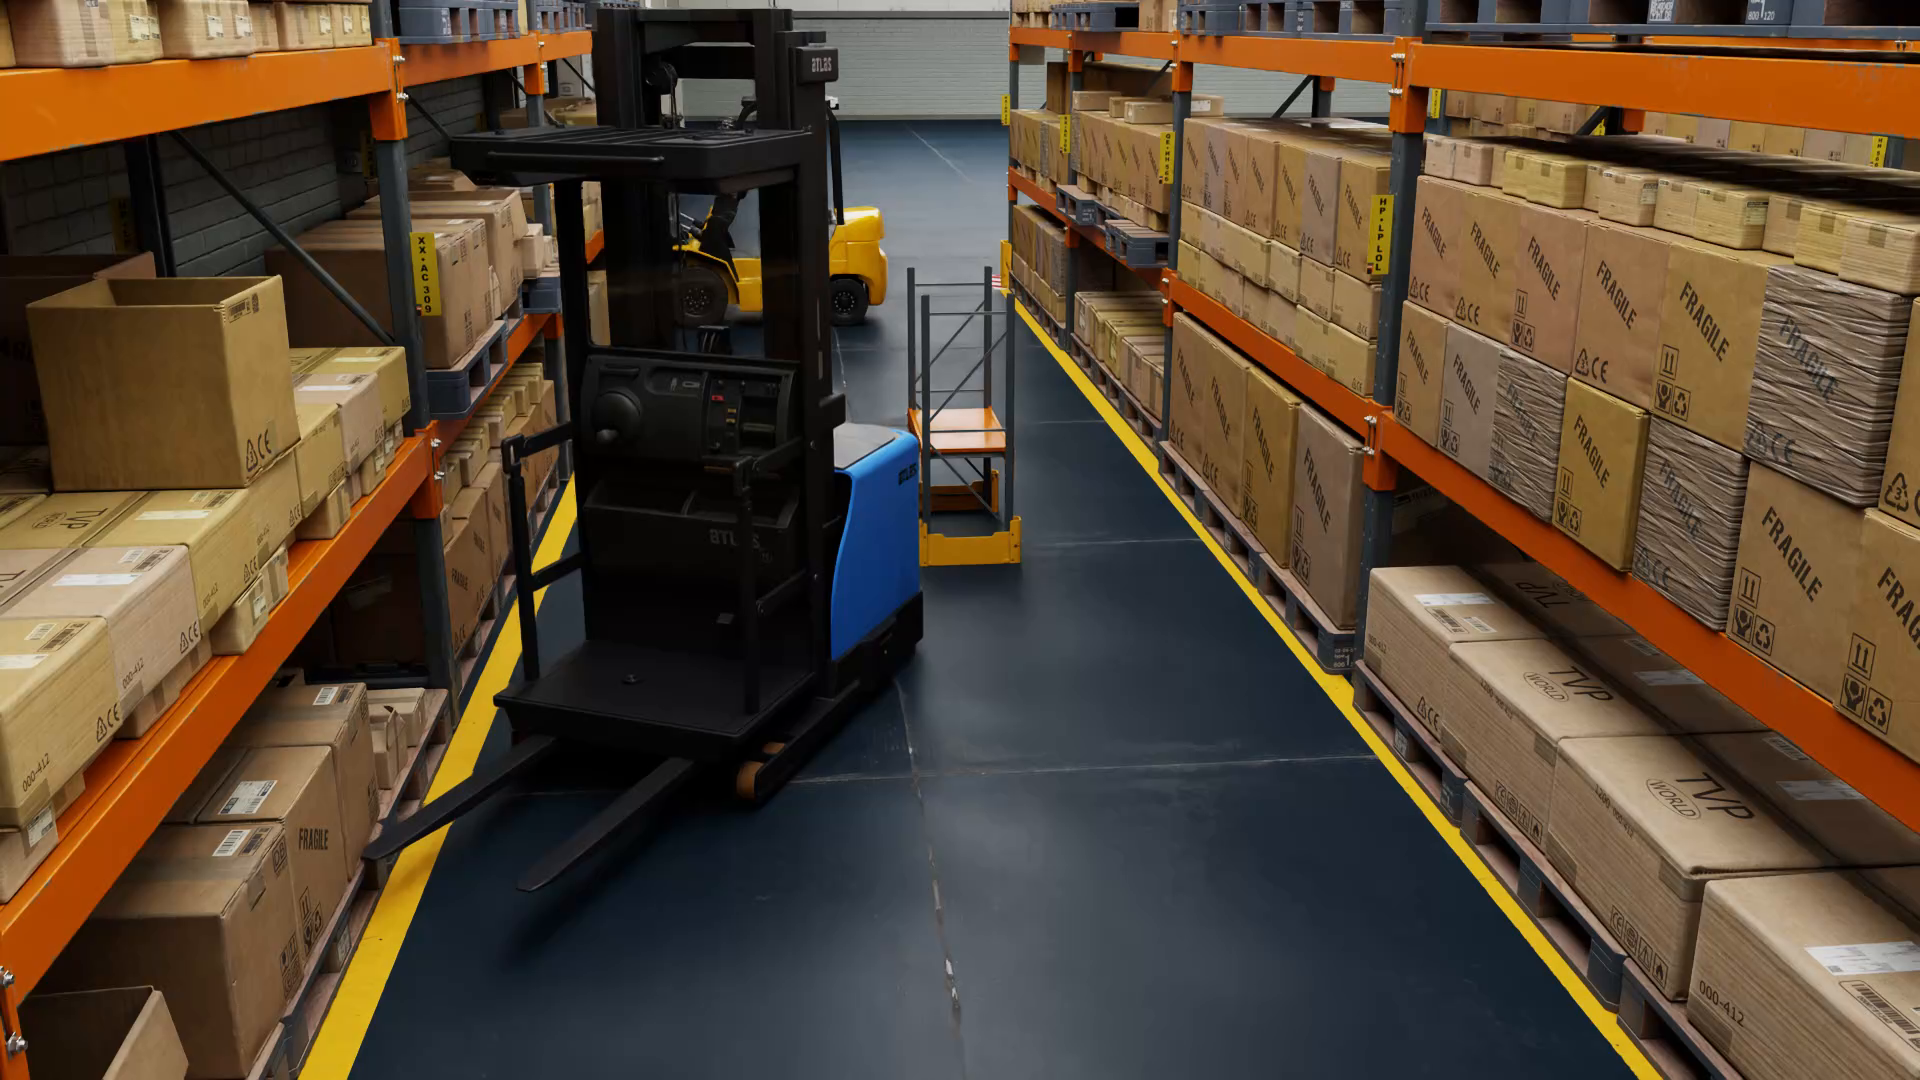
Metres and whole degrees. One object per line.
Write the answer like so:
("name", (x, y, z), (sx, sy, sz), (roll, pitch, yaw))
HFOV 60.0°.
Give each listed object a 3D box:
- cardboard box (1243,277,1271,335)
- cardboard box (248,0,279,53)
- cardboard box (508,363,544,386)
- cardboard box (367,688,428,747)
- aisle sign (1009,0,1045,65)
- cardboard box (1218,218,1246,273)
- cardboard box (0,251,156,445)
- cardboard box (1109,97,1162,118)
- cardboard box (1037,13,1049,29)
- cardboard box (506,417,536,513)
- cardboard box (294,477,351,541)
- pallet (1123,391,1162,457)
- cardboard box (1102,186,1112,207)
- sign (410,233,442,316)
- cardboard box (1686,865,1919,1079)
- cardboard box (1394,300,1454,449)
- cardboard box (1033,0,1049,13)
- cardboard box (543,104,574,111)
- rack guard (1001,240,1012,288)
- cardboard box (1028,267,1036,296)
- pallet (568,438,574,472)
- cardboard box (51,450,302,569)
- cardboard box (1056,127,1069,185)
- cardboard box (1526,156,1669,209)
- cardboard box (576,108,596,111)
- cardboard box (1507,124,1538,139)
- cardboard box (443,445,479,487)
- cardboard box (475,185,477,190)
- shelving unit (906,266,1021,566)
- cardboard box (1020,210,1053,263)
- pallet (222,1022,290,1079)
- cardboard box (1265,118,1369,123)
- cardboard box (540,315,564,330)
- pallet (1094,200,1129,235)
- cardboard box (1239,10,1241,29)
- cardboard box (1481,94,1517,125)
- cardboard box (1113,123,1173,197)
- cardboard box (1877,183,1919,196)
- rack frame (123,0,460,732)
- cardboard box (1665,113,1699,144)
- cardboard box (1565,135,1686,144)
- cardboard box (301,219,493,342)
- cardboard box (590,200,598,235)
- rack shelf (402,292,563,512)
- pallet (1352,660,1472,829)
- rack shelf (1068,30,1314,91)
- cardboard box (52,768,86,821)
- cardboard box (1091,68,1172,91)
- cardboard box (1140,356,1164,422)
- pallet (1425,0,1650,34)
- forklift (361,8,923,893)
("cardboard box", (1.846, -1.282, 9.003), (0.500, 0.250, 0.500), (-2, 18, -6))
("cardboard box", (-2.260, -1.523, 4.931), (0.380, 0.149, 0.250), (-1, 17, -4))
("cardboard box", (-2.761, -0.986, 10.200), (0.380, 0.149, 0.250), (-3, 18, -8))
("cardboard box", (-2.302, 0.700, 6.498), (0.380, 0.149, 0.250), (-2, 18, -7))
("aisle sign", (0.733, -5.596, 18.152), (0.394, 0.787, 0.004), (-2, 18, -6))
("cardboard box", (1.771, -1.668, 9.399), (0.500, 0.250, 0.500), (-2, 18, -6))
("cardboard box", (-2.762, -0.593, 5.060), (0.500, 0.500, 0.500), (-2, 18, -7))
("cardboard box", (1.372, -3.383, 12.996), (0.380, 0.149, 0.250), (-1, 17, -3))
("cardboard box", (0.964, -5.087, 16.283), (0.380, 0.149, 0.250), (-2, 18, -7))
("cardboard box", (-2.709, -0.392, 9.389), (0.500, 0.500, 0.500), (-1, 17, -3))
("cardboard box", (-2.213, -0.102, 5.413), (0.380, 0.149, 0.250), (-2, 18, -6))
("pallet", (1.794, -0.865, 12.081), (1.003, 0.211, 1.213), (-2, 18, -6))
("cardboard box", (1.310, -2.672, 12.897), (0.380, 0.149, 0.250), (-1, 17, -4))
("sign", (-2.112, -1.049, 6.565), (0.100, 0.325, 0.005), (-2, 18, -6))
("cardboard box", (2.531, 1.249, 4.267), (0.875, 0.438, 0.875), (-2, 18, -8))
("cardboard box", (2.074, -0.671, 6.640), (0.500, 0.500, 0.500), (-1, 17, -4))
("cardboard box", (0.988, -5.233, 16.084), (0.500, 0.250, 0.500), (-1, 17, -4))
("cardboard box", (-3.936, -4.123, 16.055), (0.380, 0.149, 0.250), (-2, 18, -5))
("rack guard", (1.056, -3.131, 18.816), (1.175, 0.500, 0.348), (-2, 18, -6))
("cardboard box", (0.970, -2.671, 17.068), (0.500, 0.250, 0.500), (-1, 17, -2))
("pallet", (-3.110, -0.724, 11.632), (1.003, 0.211, 1.213), (-2, 18, -6))
("cardboard box", (-2.199, -0.092, 4.715), (0.500, 0.250, 0.500), (-2, 18, -7))
("cardboard box", (1.167, -3.469, 15.055), (0.500, 0.500, 0.500), (-2, 18, -7))
("cardboard box", (2.134, -1.197, 5.562), (0.380, 0.149, 0.250), (-2, 18, -7))
("cardboard box", (-3.344, -3.911, 15.379), (0.380, 0.149, 0.250), (-2, 18, -7))
("cardboard box", (6.152, -4.001, 17.164), (0.875, 0.550, 0.500), (-2, 18, -6))
("cardboard box", (-2.597, -0.362, 8.212), (0.380, 0.149, 0.250), (-2, 18, -6))
("cardboard box", (-3.299, -2.256, 10.606), (0.380, 0.149, 0.250), (-1, 17, -4))
("shelving unit", (-0.008, -0.738, 9.525), (0.587, 1.500, 1.083), (-2, 18, -6))
("cardboard box", (0.917, -3.181, 17.439), (0.500, 0.500, 0.500), (-2, 18, -8))
("pallet", (-2.330, 1.645, 4.084), (1.003, 0.211, 1.213), (-2, 18, -6))
("cardboard box", (2.187, -2.342, 10.292), (0.500, 0.500, 0.500), (-2, 18, -7))
("cardboard box", (-3.190, -1.257, 11.935), (0.875, 0.625, 0.625), (-1, 17, -4))
("pallet", (1.628, -2.460, 12.825), (1.003, 0.211, 1.213), (-2, 18, -6))
("cardboard box", (1.632, -3.362, 10.788), (0.380, 0.149, 0.250), (-2, 18, -6))
("cardboard box", (6.032, -4.672, 17.499), (0.875, 0.550, 0.550), (-2, 18, -6))
("cardboard box", (1.432, -2.784, 12.172), (0.500, 0.500, 0.500), (-3, 18, -9))
("cardboard box", (2.818, -0.915, 4.664), (0.380, 0.149, 0.250), (-2, 18, -5))
("rack frame", (-2.651, -0.617, 6.634), (1.000, 3.000, 0.127), (-2, 18, -6))
("cardboard box", (6.486, -3.561, 14.177), (0.700, 0.500, 0.500), (-2, 18, -7))
("cardboard box", (2.634, -1.523, 6.603), (0.380, 0.149, 0.250), (-2, 18, -7))
("cardboard box", (-2.532, -1.170, 7.528), (0.700, 0.500, 0.500), (-2, 17, -5))
("cardboard box", (-3.086, -2.488, 12.845), (0.500, 0.250, 0.500), (-2, 18, -5))
("rack shelf", (-2.858, -0.869, 8.639), (1.077, 0.370, 4.000), (-2, 18, -6))
("pallet", (2.286, 0.788, 6.814), (1.003, 0.211, 1.213), (-2, 18, -6))
("rack shelf", (1.667, -3.647, 12.478), (1.077, 0.370, 4.000), (-2, 18, -6))
("cardboard box", (-2.072, 0.514, 3.451), (0.380, 0.149, 0.250), (-1, 17, -4))
("cardboard box", (1.600, -4.112, 15.434), (0.700, 0.500, 0.500), (-2, 18, -5))
("cardboard box", (1.825, -1.078, 11.789), (0.950, 0.372, 0.625), (-3, 18, -9))
("pallet", (2.360, -1.916, 5.912), (1.003, 0.211, 1.213), (-2, 18, -6))
("forklift", (-1.165, -0.517, 6.432), (1.130, 2.935, 3.031), (6, 19, 19))
